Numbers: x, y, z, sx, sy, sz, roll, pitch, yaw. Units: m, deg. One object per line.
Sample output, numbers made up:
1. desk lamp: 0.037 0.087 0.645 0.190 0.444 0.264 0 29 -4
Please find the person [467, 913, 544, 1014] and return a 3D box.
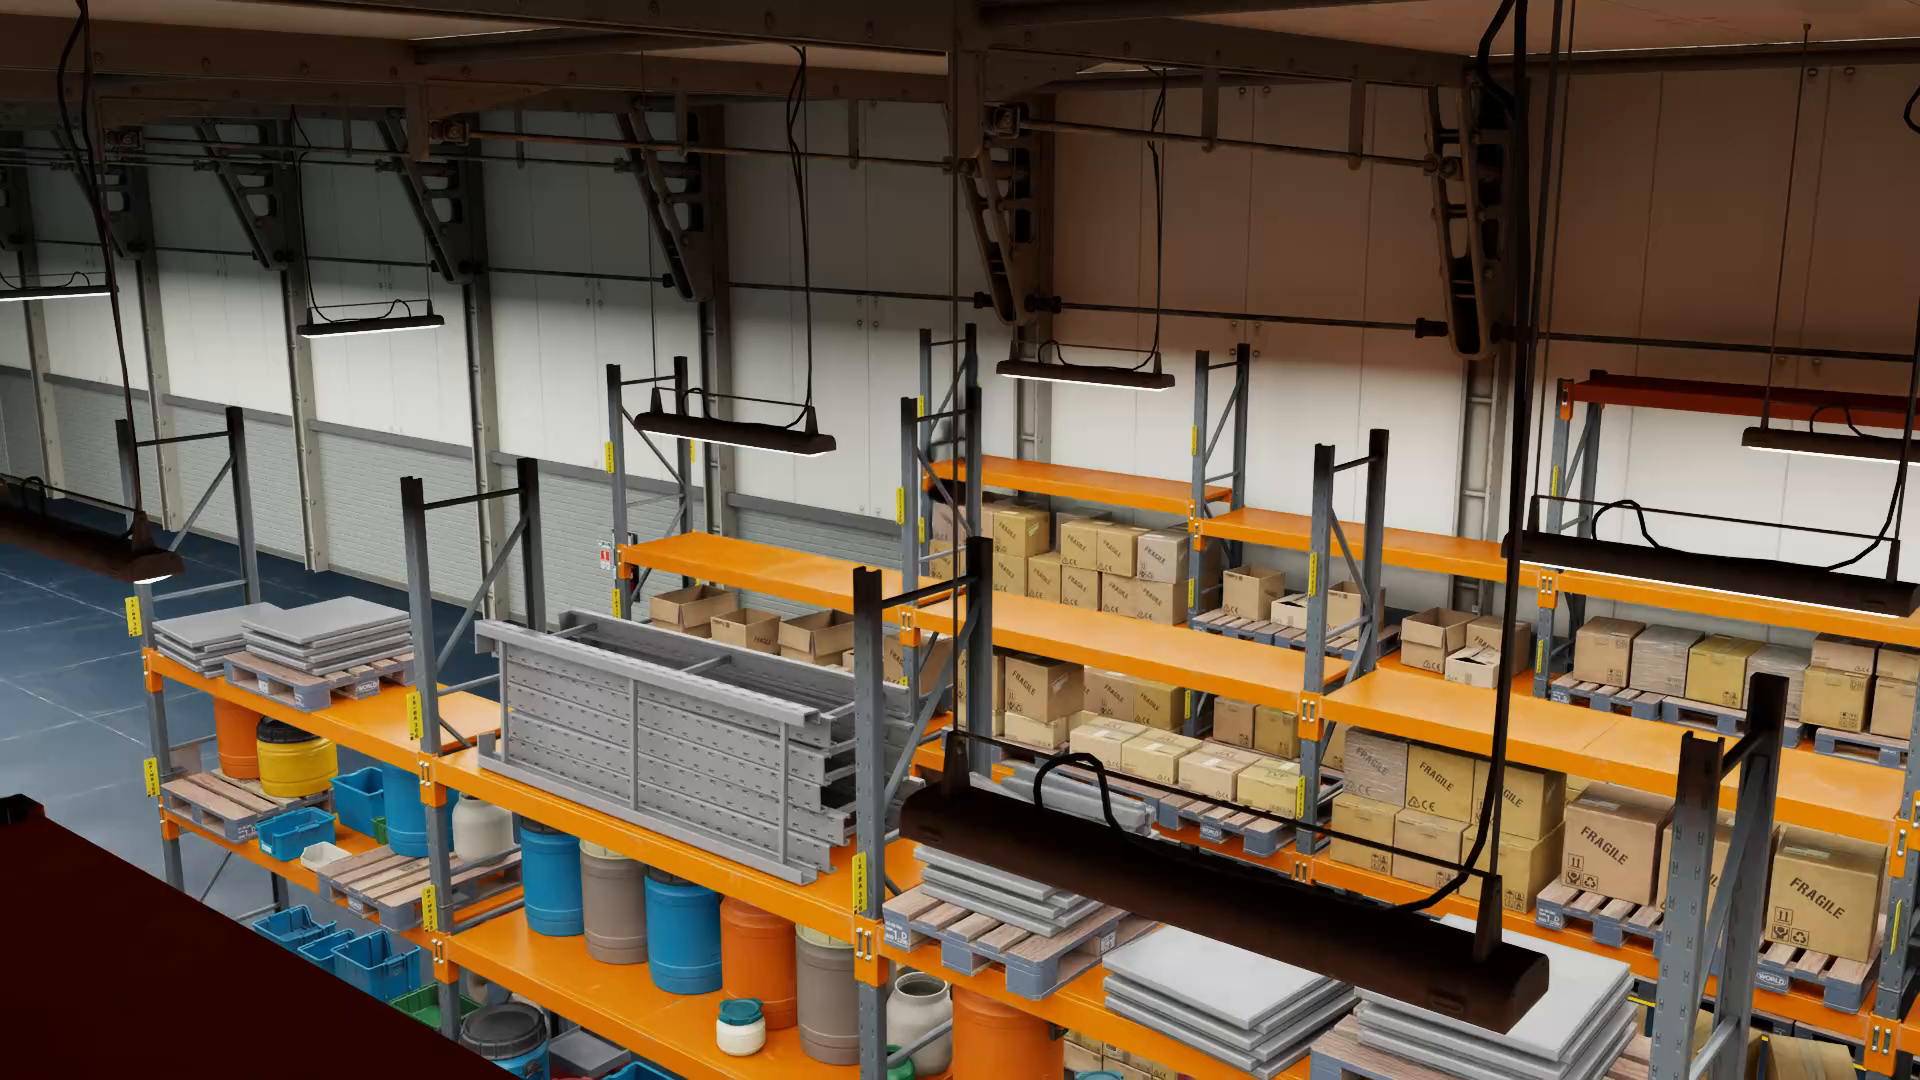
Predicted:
1. person: -4.321 3.794 15.445 0.943 1.724 0.675 7 14 27
